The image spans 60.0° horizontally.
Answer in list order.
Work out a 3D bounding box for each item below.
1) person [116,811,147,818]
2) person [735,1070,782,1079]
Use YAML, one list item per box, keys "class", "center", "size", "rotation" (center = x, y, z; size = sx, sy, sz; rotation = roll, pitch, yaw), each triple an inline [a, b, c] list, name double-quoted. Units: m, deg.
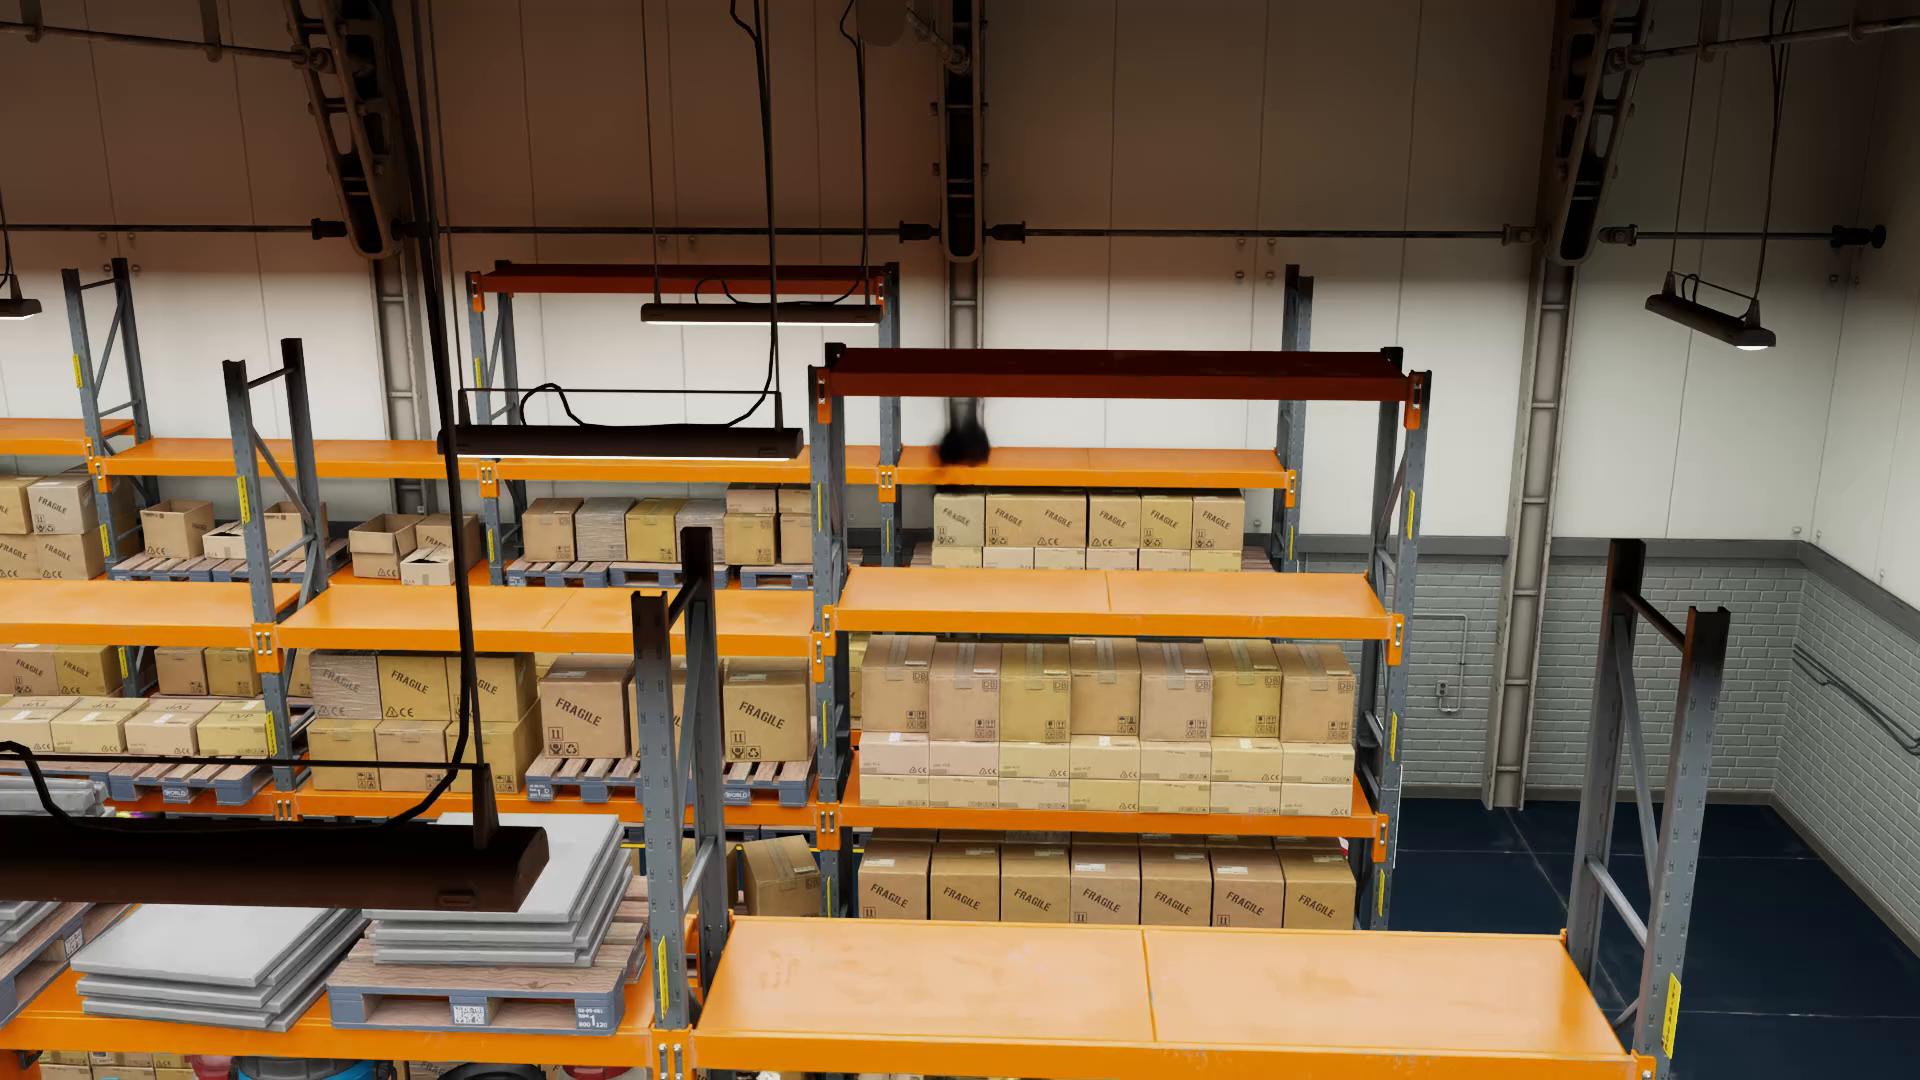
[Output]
- class: "person"
  center: [-7.536, 3.034, 14.980]
  size: [0.833, 1.735, 0.743]
  rotation: [7, 18, 24]
- class: "person"
  center: [-1.433, 4.168, 11.438]
  size: [0.548, 1.607, 0.656]
  rotation: [10, 19, 31]
